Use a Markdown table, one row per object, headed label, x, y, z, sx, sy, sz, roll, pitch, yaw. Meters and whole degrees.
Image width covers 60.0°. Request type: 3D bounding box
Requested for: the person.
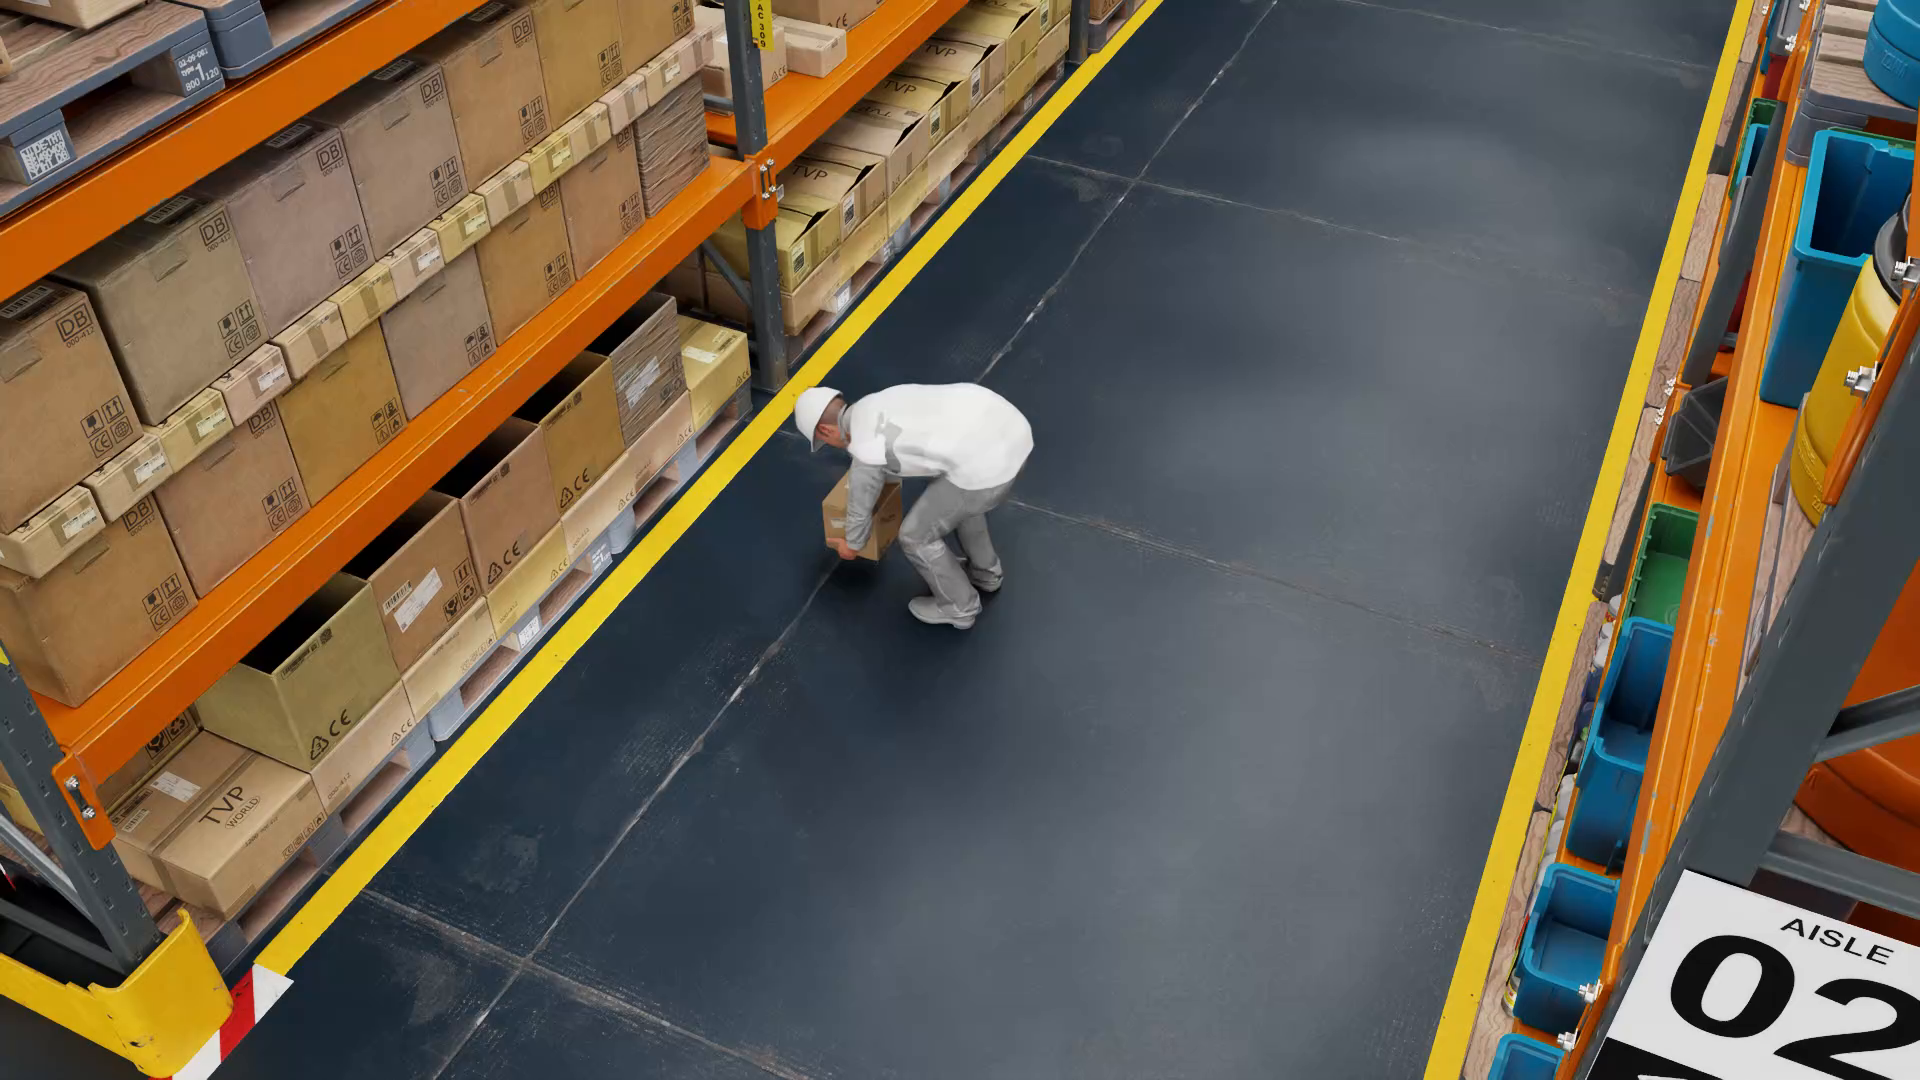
| label | x | y | z | sx | sy | sz | roll | pitch | yaw |
| --- | --- | --- | --- | --- | --- | --- | --- | --- | --- |
| person | -0.211 | -0.206 | 6.902 | 1.009 | 1.065 | 0.489 | 16 | 44 | 17 |
